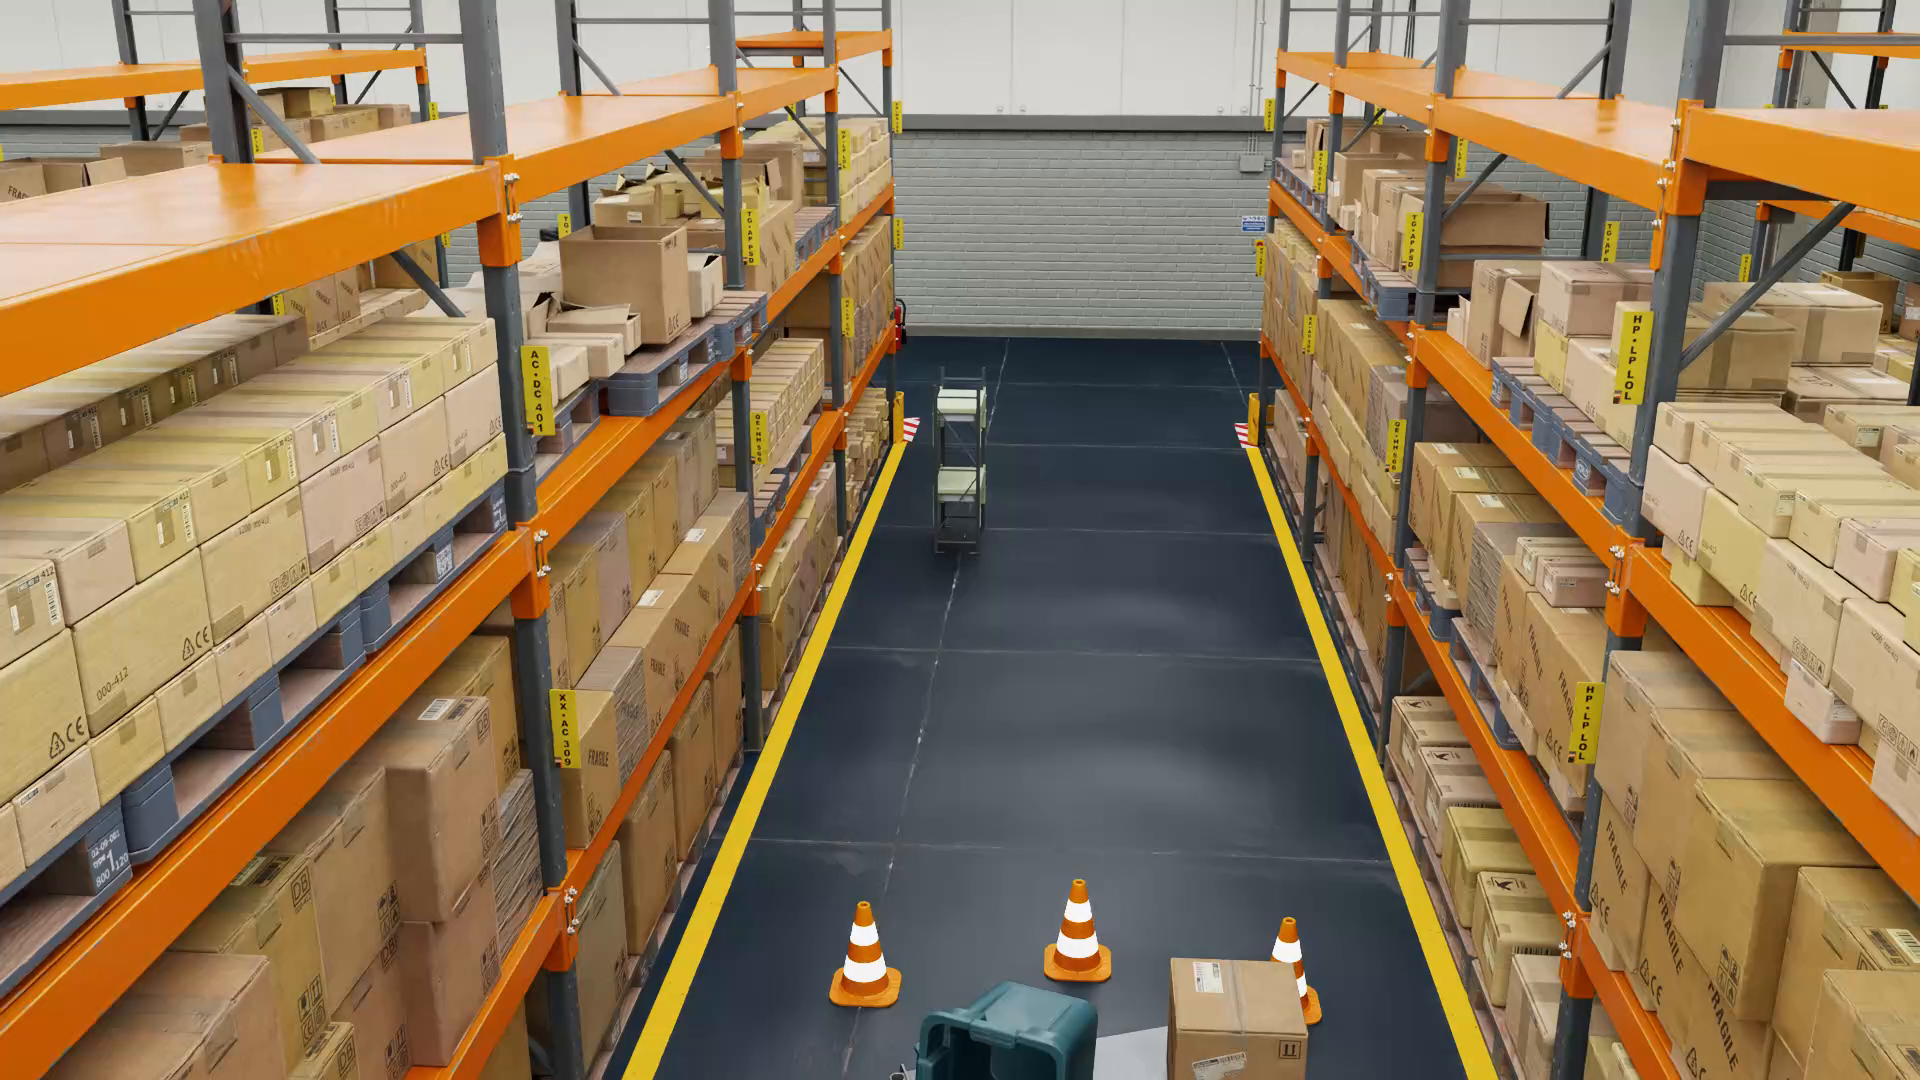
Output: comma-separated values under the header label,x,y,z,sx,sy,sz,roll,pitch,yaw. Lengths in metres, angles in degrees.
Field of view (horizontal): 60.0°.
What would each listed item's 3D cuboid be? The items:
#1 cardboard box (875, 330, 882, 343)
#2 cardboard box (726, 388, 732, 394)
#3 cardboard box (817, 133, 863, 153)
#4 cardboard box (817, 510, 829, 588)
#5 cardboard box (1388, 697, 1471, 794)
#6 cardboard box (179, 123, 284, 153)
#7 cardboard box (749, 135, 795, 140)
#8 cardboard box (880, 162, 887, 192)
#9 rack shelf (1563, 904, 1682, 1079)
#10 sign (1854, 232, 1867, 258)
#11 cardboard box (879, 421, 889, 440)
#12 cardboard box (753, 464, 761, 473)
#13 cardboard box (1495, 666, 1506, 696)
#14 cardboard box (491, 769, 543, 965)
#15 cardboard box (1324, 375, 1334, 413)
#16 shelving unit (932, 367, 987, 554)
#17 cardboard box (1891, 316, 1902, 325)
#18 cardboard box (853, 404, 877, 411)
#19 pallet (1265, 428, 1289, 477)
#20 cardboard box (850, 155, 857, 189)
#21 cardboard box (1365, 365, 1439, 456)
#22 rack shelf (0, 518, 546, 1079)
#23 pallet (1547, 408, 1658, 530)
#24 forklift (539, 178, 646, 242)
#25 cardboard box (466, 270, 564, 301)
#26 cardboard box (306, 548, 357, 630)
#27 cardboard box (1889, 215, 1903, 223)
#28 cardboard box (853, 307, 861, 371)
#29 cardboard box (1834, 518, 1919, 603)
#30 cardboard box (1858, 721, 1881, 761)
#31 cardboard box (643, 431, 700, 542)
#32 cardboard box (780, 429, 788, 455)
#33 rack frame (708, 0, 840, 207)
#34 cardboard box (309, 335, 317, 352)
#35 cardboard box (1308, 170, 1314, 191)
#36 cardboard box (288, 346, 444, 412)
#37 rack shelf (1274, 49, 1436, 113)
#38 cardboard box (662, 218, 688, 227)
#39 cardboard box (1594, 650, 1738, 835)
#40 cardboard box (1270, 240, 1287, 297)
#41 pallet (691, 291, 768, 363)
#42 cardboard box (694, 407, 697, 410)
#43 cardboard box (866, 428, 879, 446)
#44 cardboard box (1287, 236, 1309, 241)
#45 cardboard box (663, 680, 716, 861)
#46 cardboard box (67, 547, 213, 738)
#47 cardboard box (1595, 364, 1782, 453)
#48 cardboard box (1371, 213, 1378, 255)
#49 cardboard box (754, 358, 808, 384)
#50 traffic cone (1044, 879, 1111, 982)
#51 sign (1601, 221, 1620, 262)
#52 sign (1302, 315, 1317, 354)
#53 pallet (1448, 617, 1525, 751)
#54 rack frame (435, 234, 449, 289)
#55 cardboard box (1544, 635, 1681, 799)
label,x,y,z,sx,sy,sz,roll,pitch,yaw
cardboard box,-1.001,-2.103,16.928,0.380,0.149,0.250,2,18,5
cardboard box,-2.016,-1.126,13.273,0.380,0.149,0.250,1,18,4
cardboard box,-1.089,-3.595,15.059,0.380,0.149,0.250,2,18,7
cardboard box,-1.332,0.061,13.260,0.500,0.500,0.500,1,18,3
cardboard box,3.114,1.224,9.917,0.950,0.372,0.625,0,18,0
cardboard box,-6.437,-3.429,14.757,0.700,0.500,0.500,0,18,1
cardboard box,-1.677,-3.531,14.861,0.380,0.149,0.250,1,18,2
cardboard box,-1.005,-3.613,16.555,0.500,0.250,0.500,1,18,4
rack shelf,2.734,2.205,4.533,1.077,0.370,4.000,1,18,4
sign,9.241,-3.058,17.070,0.100,0.325,0.005,1,18,4
cardboard box,-0.954,-1.159,17.547,0.380,0.149,0.250,2,18,6
cardboard box,-1.528,-0.531,10.979,0.380,0.149,0.250,2,18,7
cardboard box,2.727,0.679,7.763,0.380,0.149,0.250,1,18,4
cardboard box,-2.081,1.206,6.184,0.875,0.550,0.550,1,18,4
cardboard box,3.129,-1.116,12.951,0.500,0.250,0.500,2,18,5
shelving unit,0.000,-0.711,14.683,0.431,1.500,0.755,1,18,4
cardboard box,8.843,-1.983,15.921,0.500,0.250,0.500,2,18,6
cardboard box,-1.041,-1.283,16.970,0.380,0.149,0.250,1,18,2
pallet,3.759,-0.910,17.362,1.003,0.211,1.213,1,18,4
cardboard box,-1.179,-3.213,14.531,0.500,0.250,0.500,1,18,4
cardboard box,2.969,-0.849,10.932,0.500,0.500,0.500,2,18,5
rack shelf,-2.210,0.700,4.307,1.077,0.370,4.000,1,18,4
pallet,3.028,-0.284,6.457,1.213,0.211,1.003,1,18,4
forklift,-3.394,-1.977,16.251,3.031,2.935,1.130,-13,22,-34
cardboard box,-2.124,-1.175,8.183,0.500,0.311,0.500,1,18,3
cardboard box,-1.864,0.125,4.475,0.380,0.149,0.250,1,18,3
cardboard box,8.204,-2.793,14.216,0.380,0.149,0.250,1,18,4
cardboard box,-1.178,-1.813,15.001,0.500,0.500,0.500,1,18,4
cardboard box,2.491,0.053,4.250,0.380,0.149,0.250,1,18,3
cardboard box,2.499,0.507,4.146,0.380,0.149,0.250,1,18,4
cardboard box,-1.857,-0.306,9.274,0.700,0.500,0.500,1,18,3
cardboard box,-1.454,-0.706,11.990,0.380,0.149,0.250,2,18,5
rack frame,-1.493,-4.173,13.207,1.000,3.000,0.127,1,18,4
cardboard box,-6.138,-1.674,14.979,0.500,0.250,0.500,1,18,3
cardboard box,3.197,-3.084,14.268,0.380,0.149,0.250,2,18,5
cardboard box,-1.812,-0.492,5.079,0.380,0.149,0.250,1,18,4
rack shelf,3.595,-4.183,15.035,1.077,0.370,4.000,1,18,4
cardboard box,-1.992,-1.736,10.425,0.500,0.500,0.500,1,18,4
cardboard box,2.630,0.709,5.697,0.700,0.500,0.500,1,18,3
cardboard box,3.389,-2.705,16.594,0.500,0.500,0.500,1,18,2
pallet,-1.773,-1.214,9.298,1.213,0.211,1.003,2,18,6
cardboard box,-2.108,-0.866,11.999,0.380,0.149,0.250,2,18,5
cardboard box,-1.019,-1.058,16.760,0.380,0.149,0.250,2,18,5
cardboard box,3.329,-2.810,15.872,0.380,0.149,0.250,1,18,4
cardboard box,-1.973,1.248,9.234,1.050,0.750,0.750,2,18,5
cardboard box,-1.992,0.204,3.595,0.500,0.250,0.500,1,18,3
cardboard box,2.775,-0.497,6.371,0.500,0.250,0.500,1,18,3
cardboard box,2.914,-1.997,10.926,0.396,0.266,0.258,1,18,3
cardboard box,-1.385,-1.311,12.880,0.380,0.149,0.250,1,18,4
traffic cone,0.594,1.918,8.325,0.336,0.463,0.334,1,18,4
sign,3.706,-1.659,9.522,0.100,0.325,0.005,1,18,4
sign,2.898,-1.704,13.789,0.100,0.325,0.005,1,18,4
pallet,3.063,0.706,8.259,1.003,0.211,1.213,1,18,4
rack frame,-6.146,-2.707,18.366,1.000,3.000,0.127,1,18,4
cardboard box,2.682,0.705,6.643,0.500,0.500,0.500,1,18,3
